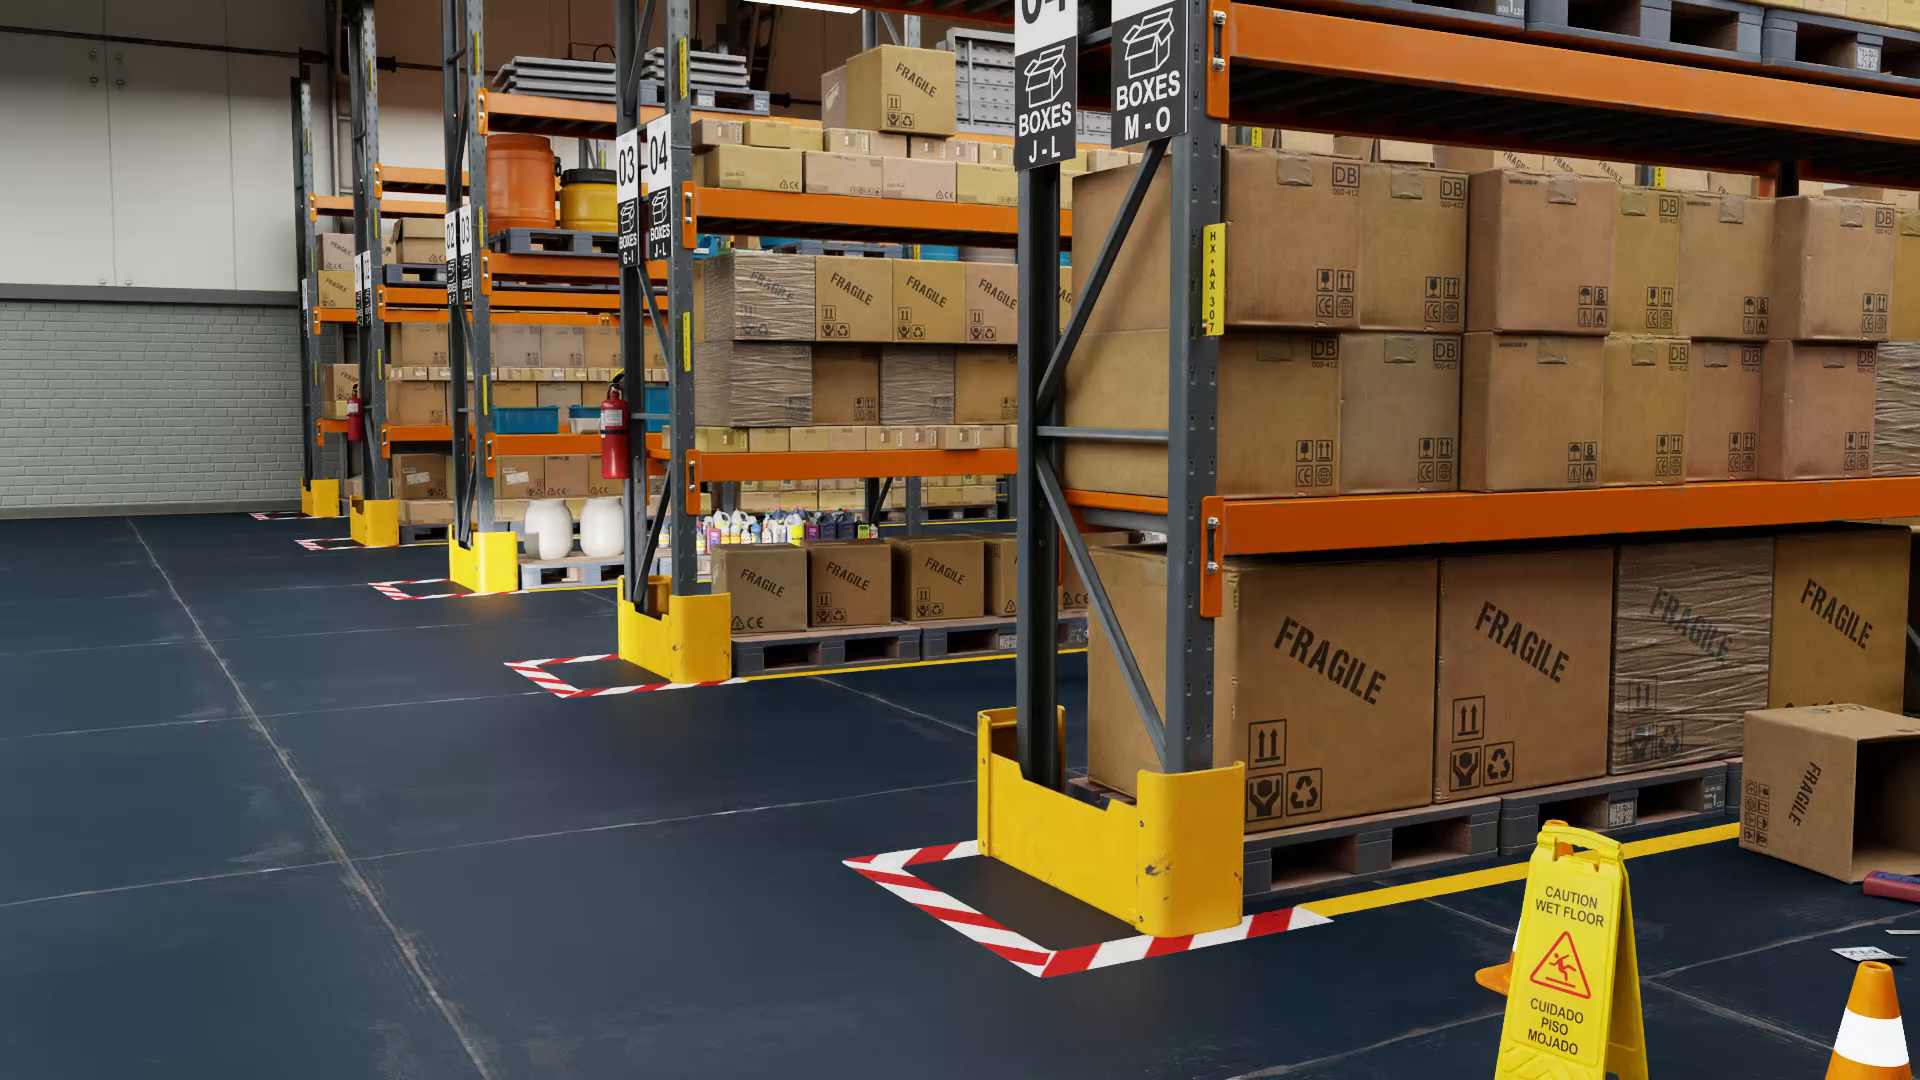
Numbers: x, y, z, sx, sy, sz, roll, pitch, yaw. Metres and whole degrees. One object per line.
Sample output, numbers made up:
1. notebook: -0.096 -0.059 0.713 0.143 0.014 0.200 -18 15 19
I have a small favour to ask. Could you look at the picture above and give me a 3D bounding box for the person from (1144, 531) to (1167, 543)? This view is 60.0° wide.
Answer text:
1. person: 1.161 -0.088 9.472 0.734 1.771 0.591 0 5 -1
